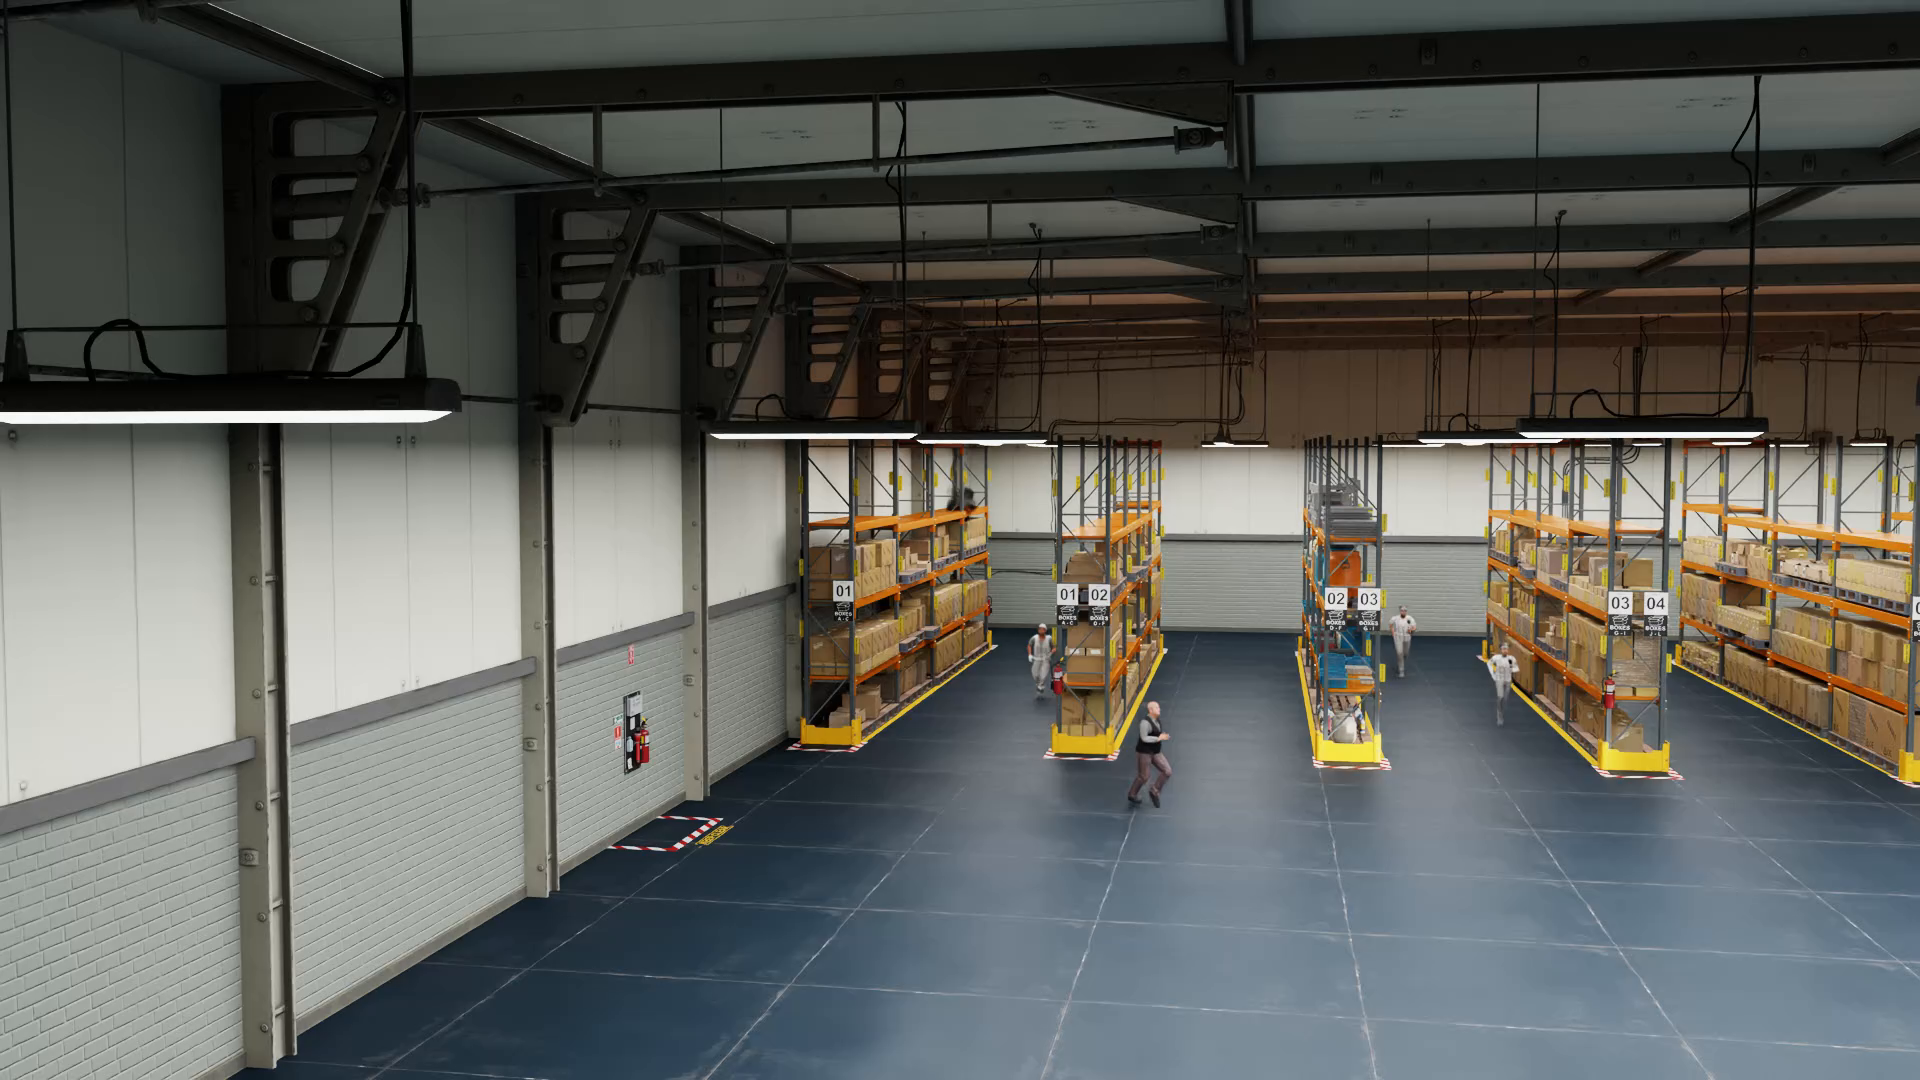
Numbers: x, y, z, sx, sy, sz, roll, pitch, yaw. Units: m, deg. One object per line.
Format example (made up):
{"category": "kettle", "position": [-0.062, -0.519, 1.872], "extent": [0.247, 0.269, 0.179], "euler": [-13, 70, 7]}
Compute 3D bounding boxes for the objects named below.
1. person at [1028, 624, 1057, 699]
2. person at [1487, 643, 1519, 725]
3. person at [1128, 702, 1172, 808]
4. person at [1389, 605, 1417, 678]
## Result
{"category": "person", "position": [1.879, 2.789, 38.229], "extent": [0.670, 1.737, 0.583], "euler": [0, 3, 8]}
{"category": "person", "position": [11.406, 3.003, 34.938], "extent": [0.572, 1.740, 0.792], "euler": [0, 3, 3]}
{"category": "person", "position": [3.033, 3.464, 26.576], "extent": [0.810, 1.639, 0.682], "euler": [2, 4, 37]}
{"category": "person", "position": [11.304, 2.560, 42.394], "extent": [0.625, 1.820, 1.099], "euler": [0, 3, 0]}
